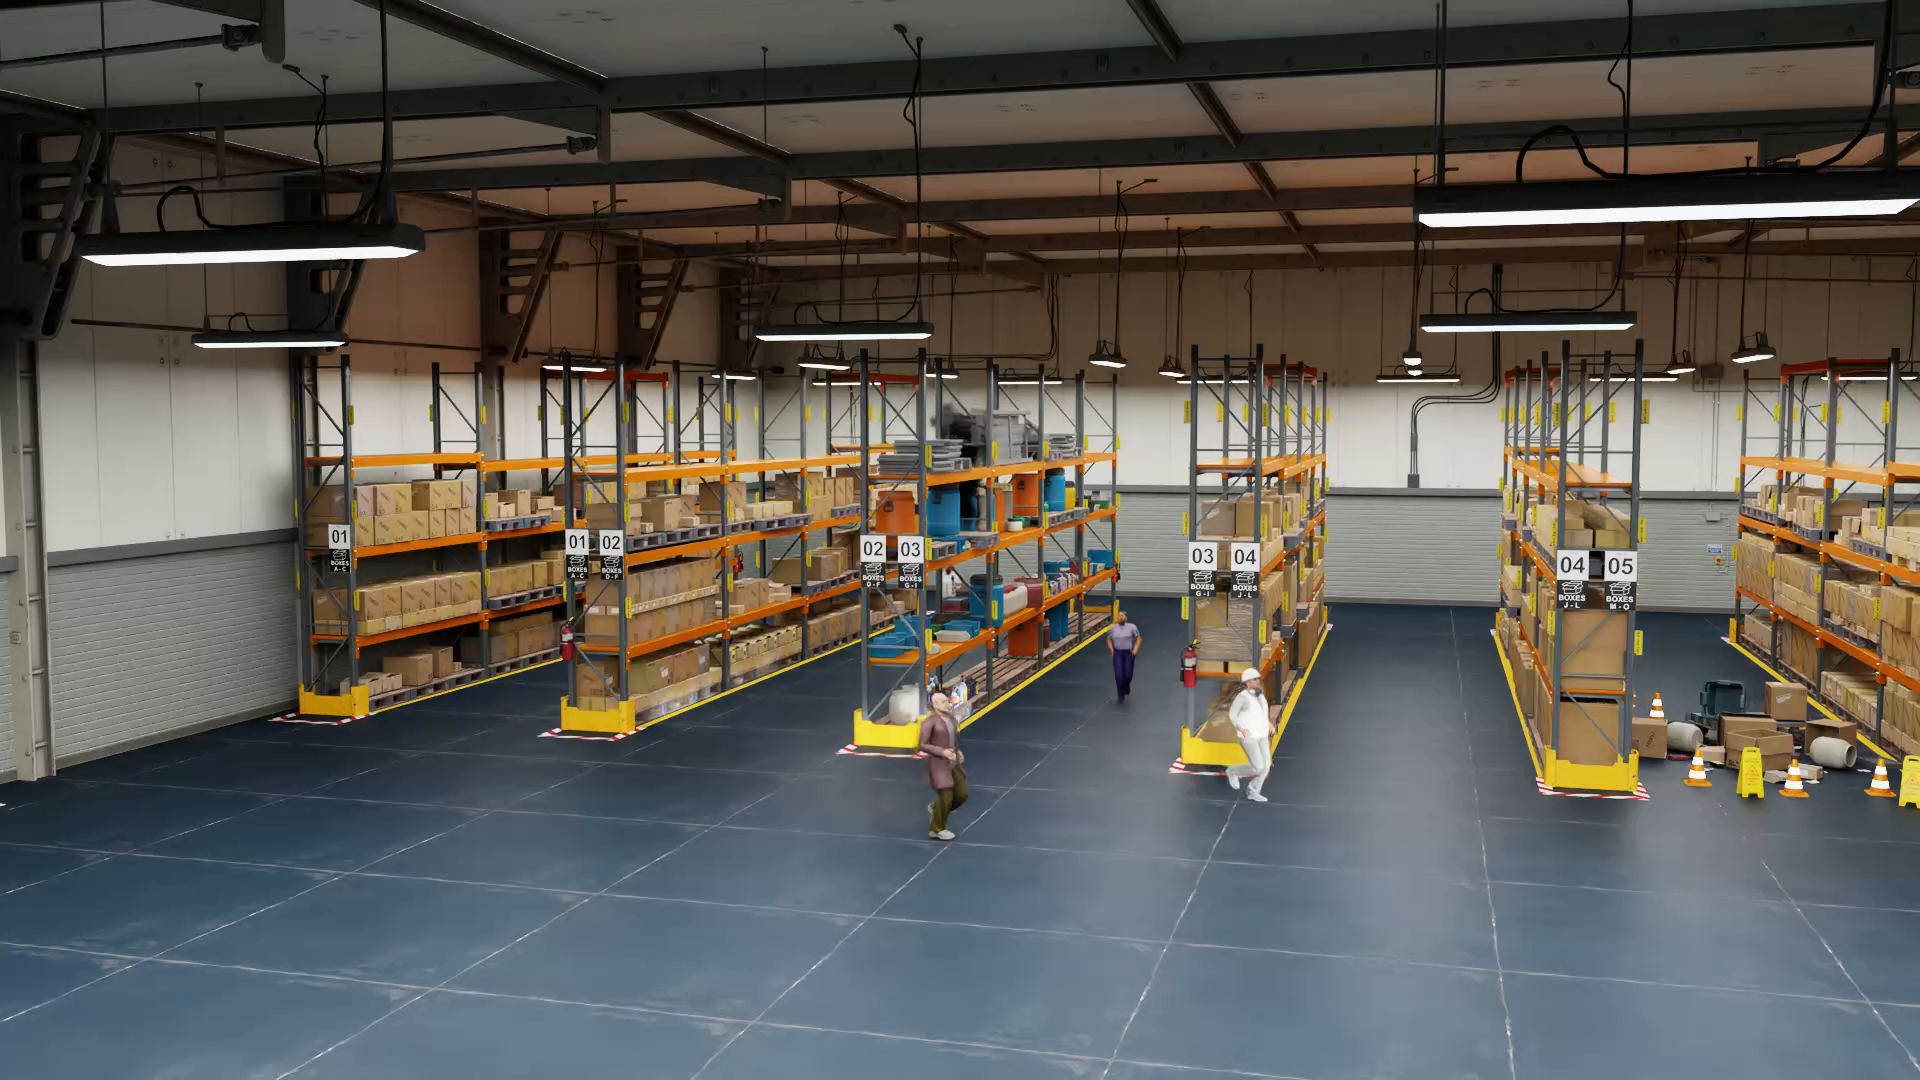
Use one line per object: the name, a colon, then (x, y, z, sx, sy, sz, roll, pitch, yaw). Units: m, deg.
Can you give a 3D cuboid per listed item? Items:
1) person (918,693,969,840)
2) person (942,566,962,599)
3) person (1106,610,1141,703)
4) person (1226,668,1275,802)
person: (-0.174, 2.662, 19.599, 0.653, 1.729, 0.703, 3, 5, 39)
person: (-0.261, 1.315, 38.380, 0.602, 1.624, 0.610, 1, 4, 10)
person: (2.855, 2.032, 29.061, 0.605, 1.616, 0.535, 1, 4, 12)
person: (3.792, 2.518, 21.594, 0.670, 1.710, 0.543, -4, 6, -42)
